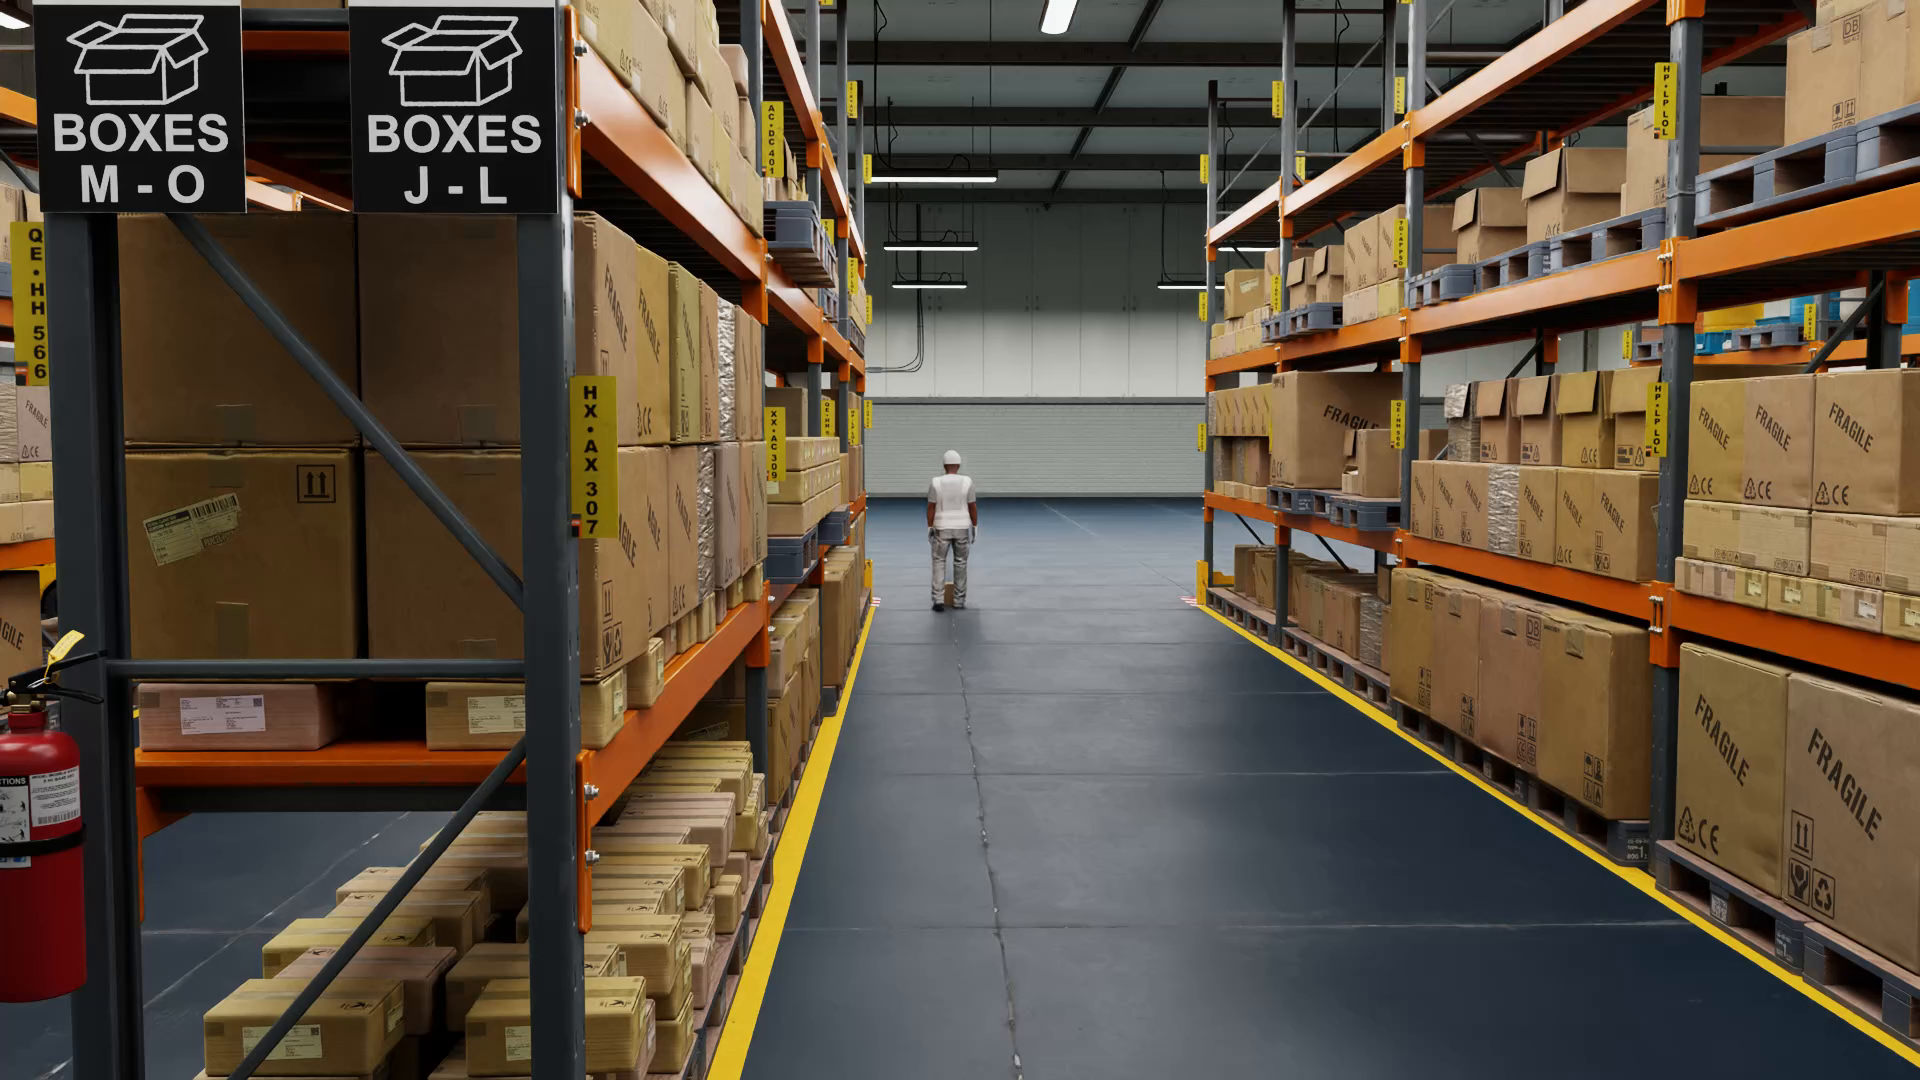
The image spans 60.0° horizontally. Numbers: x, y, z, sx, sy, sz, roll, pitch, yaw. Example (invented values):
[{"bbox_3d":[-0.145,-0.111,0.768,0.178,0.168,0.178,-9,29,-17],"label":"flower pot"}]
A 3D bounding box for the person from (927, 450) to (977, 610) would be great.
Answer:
[{"bbox_3d":[-0.089,-0.112,18.753,0.571,1.803,0.618,0,4,-1],"label":"person"}]
